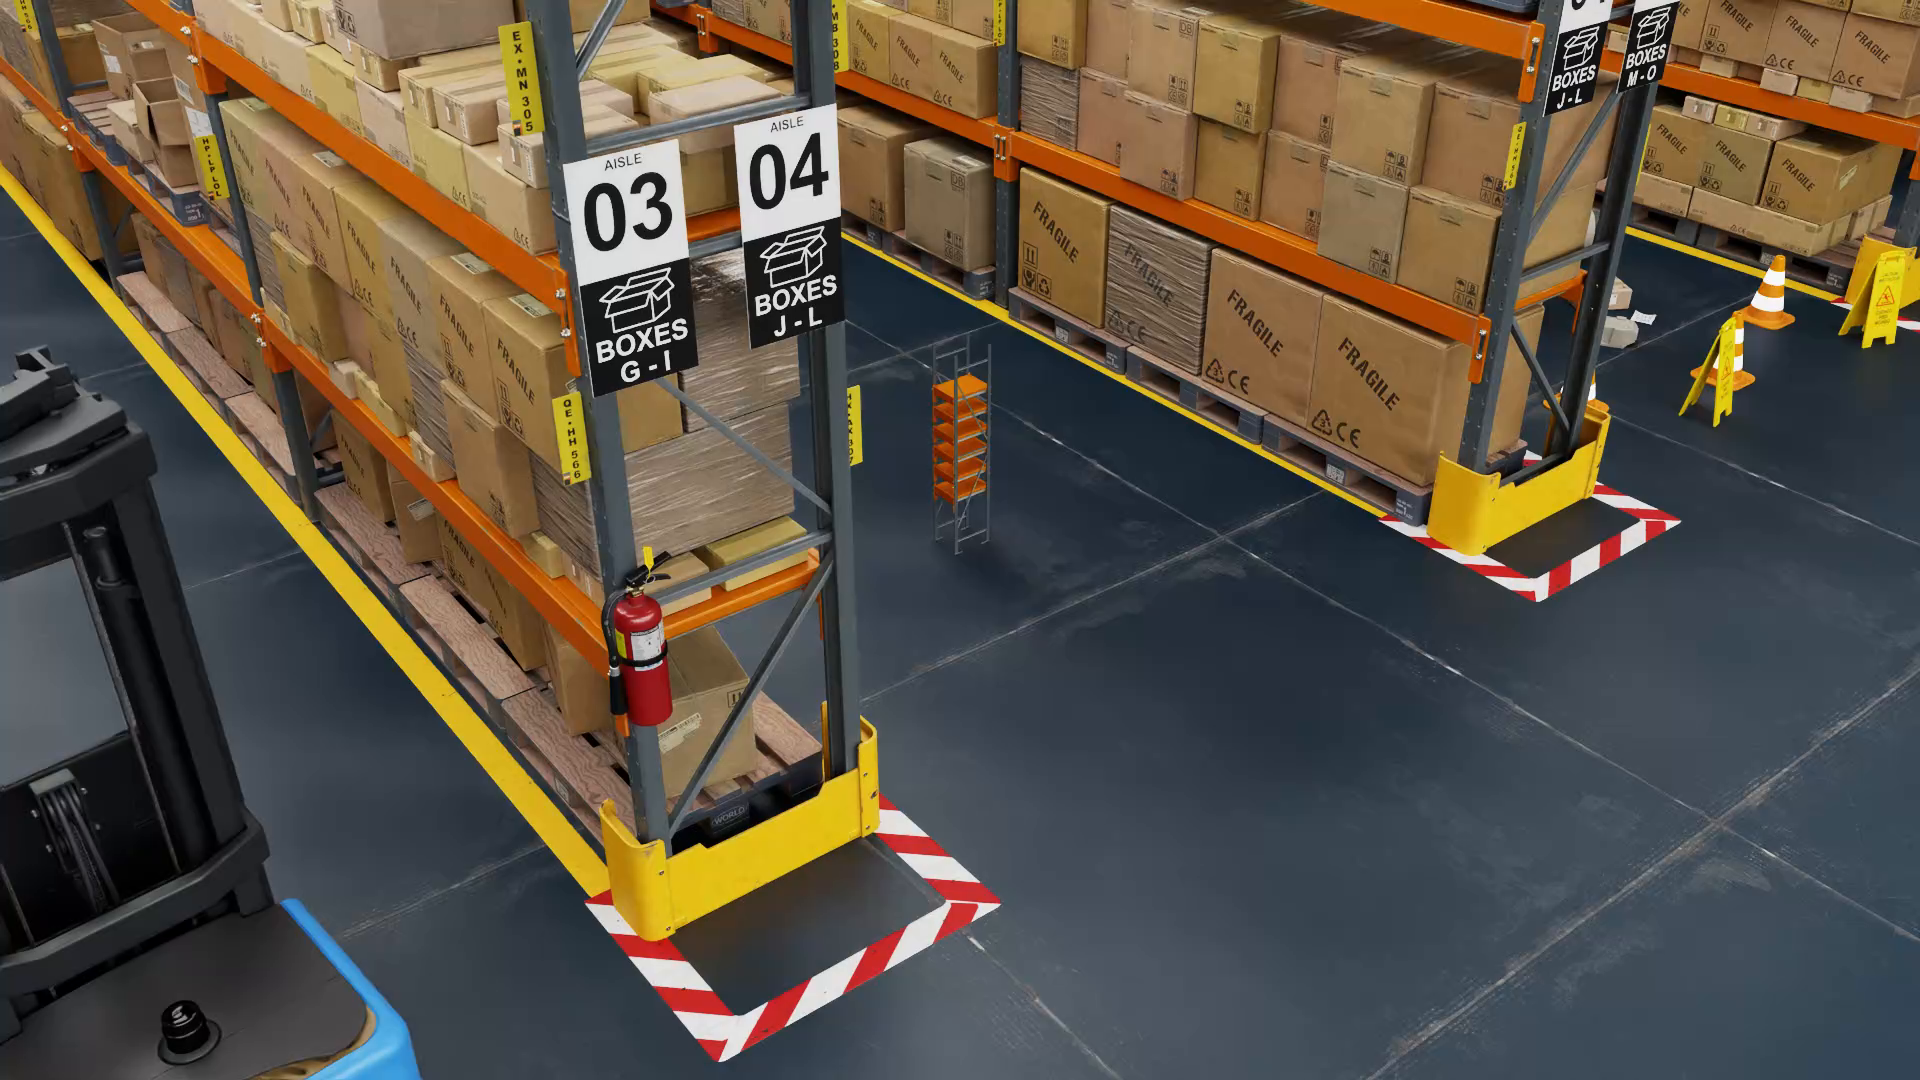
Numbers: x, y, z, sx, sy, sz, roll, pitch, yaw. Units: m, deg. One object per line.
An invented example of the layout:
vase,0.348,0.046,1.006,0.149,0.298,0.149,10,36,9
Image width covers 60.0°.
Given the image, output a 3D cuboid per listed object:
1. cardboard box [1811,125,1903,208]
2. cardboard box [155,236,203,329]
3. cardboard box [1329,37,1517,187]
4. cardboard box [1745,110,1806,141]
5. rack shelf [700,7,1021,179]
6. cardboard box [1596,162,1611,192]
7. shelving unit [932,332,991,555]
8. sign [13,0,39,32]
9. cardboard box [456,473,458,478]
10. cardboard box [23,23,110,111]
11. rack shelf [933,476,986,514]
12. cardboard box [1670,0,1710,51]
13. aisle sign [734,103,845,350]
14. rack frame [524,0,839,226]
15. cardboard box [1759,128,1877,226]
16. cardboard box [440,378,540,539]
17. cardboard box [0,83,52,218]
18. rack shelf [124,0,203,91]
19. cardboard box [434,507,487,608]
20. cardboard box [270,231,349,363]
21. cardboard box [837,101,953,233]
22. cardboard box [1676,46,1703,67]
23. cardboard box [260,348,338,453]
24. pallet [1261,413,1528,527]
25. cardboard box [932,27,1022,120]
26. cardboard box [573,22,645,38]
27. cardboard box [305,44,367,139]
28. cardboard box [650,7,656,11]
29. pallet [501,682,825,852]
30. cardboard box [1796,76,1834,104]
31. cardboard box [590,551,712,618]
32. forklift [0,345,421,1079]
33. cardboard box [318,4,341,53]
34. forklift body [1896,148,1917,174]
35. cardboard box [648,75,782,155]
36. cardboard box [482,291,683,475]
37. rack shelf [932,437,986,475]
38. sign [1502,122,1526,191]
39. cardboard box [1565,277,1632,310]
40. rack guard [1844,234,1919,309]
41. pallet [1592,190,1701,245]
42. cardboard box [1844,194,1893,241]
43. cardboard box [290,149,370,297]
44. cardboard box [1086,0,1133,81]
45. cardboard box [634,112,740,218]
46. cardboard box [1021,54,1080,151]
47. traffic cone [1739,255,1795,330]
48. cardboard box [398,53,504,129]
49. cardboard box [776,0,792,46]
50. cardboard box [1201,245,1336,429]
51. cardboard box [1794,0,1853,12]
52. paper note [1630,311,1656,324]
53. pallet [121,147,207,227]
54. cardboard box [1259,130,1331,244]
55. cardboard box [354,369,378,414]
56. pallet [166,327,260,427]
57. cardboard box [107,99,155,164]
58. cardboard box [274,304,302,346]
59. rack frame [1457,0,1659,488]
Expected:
cardboard box,6.693,-2.851,12.495,0.500,0.500,0.500,-24,39,-33
cardboard box,-4.973,-1.840,11.322,0.700,0.500,0.500,-26,40,-35
cardboard box,2.529,-2.332,8.997,0.875,0.550,0.550,-22,38,-31
cardboard box,6.009,-3.072,12.236,0.380,0.149,0.250,-21,38,-30
rack shelf,-0.543,-3.638,12.947,1.077,0.370,4.000,-22,38,-31
cardboard box,5.344,-2.992,13.433,0.500,0.250,0.500,-23,38,-32
shelving unit,0.009,-0.504,8.924,0.258,1.200,0.189,-22,38,-31
sign,-6.186,-3.526,10.987,0.100,0.325,0.005,-22,38,-31
cardboard box,-1.961,-0.342,7.195,0.380,0.149,0.250,-22,38,-31
cardboard box,-6.248,-3.383,11.759,0.500,0.500,0.500,-21,38,-30
rack shelf,0.009,-0.262,9.074,0.258,0.103,0.180,-22,38,-31
cardboard box,5.531,-4.030,12.519,0.500,0.500,0.500,-22,38,-31
aisle sign,-0.569,-1.056,5.644,0.394,0.787,0.004,-22,38,-31
rack frame,-0.844,-2.429,4.632,1.000,3.000,0.127,-22,38,-31
cardboard box,6.287,-2.666,12.196,0.500,0.500,0.500,-22,38,-31
cardboard box,-1.561,-0.457,6.767,0.875,0.500,0.500,-22,38,-31
cardboard box,-6.697,-3.159,13.109,1.225,0.875,0.875,-22,38,-31
rack shelf,-4.523,-3.350,9.640,1.077,0.370,4.000,-22,38,-31
cardboard box,-2.283,-0.015,8.403,0.500,0.500,0.500,-26,40,-35
cardboard box,-2.791,-1.289,8.106,0.875,0.500,0.500,-22,38,-31
cardboard box,-0.357,-2.966,12.917,1.050,0.750,0.750,-22,38,-31
cardboard box,5.664,-3.710,12.619,0.380,0.149,0.250,-22,38,-31
cardboard box,-3.656,-0.936,9.866,0.700,0.500,0.500,-26,40,-35
pallet,2.584,-0.567,9.963,1.003,0.211,1.213,-22,38,-31
cardboard box,0.152,-3.284,11.600,0.500,0.500,0.500,-23,38,-32
cardboard box,-1.421,-1.894,6.378,0.380,0.149,0.250,-22,38,-32
cardboard box,-2.269,-1.842,6.671,0.500,0.250,0.500,-23,39,-32
cardboard box,-3.014,-4.837,15.455,0.500,0.250,0.500,-21,38,-30
pallet,-1.361,0.922,7.565,1.003,0.211,1.213,-22,38,-31
cardboard box,6.203,-3.250,11.879,0.380,0.149,0.250,-23,39,-32
cardboard box,-1.182,0.174,6.365,0.380,0.149,0.250,-22,38,-31
forklift,-3.005,0.723,5.307,1.130,2.935,3.031,-27,41,-36
cardboard box,-2.326,-2.065,6.653,0.380,0.149,0.250,-21,38,-30
forklift body,8.299,-4.534,14.512,2.313,2.155,1.214,-22,38,-31
cardboard box,-0.830,-1.450,5.663,0.380,0.149,0.250,-23,38,-32
cardboard box,-1.376,-0.624,6.087,0.500,0.500,0.500,-22,38,-31
rack shelf,0.009,-0.466,8.947,0.258,0.103,0.180,-22,38,-31
sign,2.699,-1.866,8.090,0.100,0.325,0.005,-22,38,-31
cardboard box,4.585,-1.768,11.956,0.380,0.149,0.250,-4,32,-7
rack guard,6.938,-2.057,12.088,1.175,0.500,0.348,-22,38,-31
pallet,5.723,-2.792,13.546,1.003,0.211,1.213,-22,38,-31
cardboard box,6.708,-2.523,12.677,0.500,0.250,0.500,-23,38,-32
cardboard box,-2.608,-1.455,7.426,0.500,0.500,0.500,-22,38,-31
cardboard box,1.311,-3.276,10.517,0.875,0.550,0.550,-22,38,-31
cardboard box,-0.935,-1.376,5.921,0.500,0.250,0.500,-21,38,-30
cardboard box,0.919,-3.024,11.134,0.875,0.550,0.550,-22,38,-31
traffic cone,5.702,-1.771,11.663,0.336,0.463,0.334,-22,38,-31
cardboard box,-1.755,-1.597,5.900,0.380,0.149,0.250,-22,38,-31
cardboard box,-1.085,-4.124,12.953,0.500,0.500,0.500,-22,38,-31
cardboard box,2.127,-1.347,10.191,0.875,0.875,0.875,-23,39,-32
cardboard box,6.194,-4.036,11.581,0.700,0.500,0.500,-22,38,-31
paper note,4.832,-1.576,11.758,0.142,0.019,0.148,18,36,27
pallet,-4.503,-2.322,10.327,1.003,0.211,1.213,-22,38,-31
cardboard box,2.274,-2.143,9.716,0.875,0.550,0.550,-22,38,-31
cardboard box,-2.616,-0.741,7.839,0.380,0.149,0.250,-22,38,-31
pallet,-4.527,-1.196,10.976,1.003,0.211,1.213,-22,38,-31
cardboard box,-4.903,-2.557,10.268,0.500,0.250,0.500,-23,39,-33
cardboard box,-3.259,-1.146,8.490,0.380,0.149,0.250,-22,38,-31
rack frame,3.136,-1.443,8.731,1.000,3.000,0.127,-22,38,-31
